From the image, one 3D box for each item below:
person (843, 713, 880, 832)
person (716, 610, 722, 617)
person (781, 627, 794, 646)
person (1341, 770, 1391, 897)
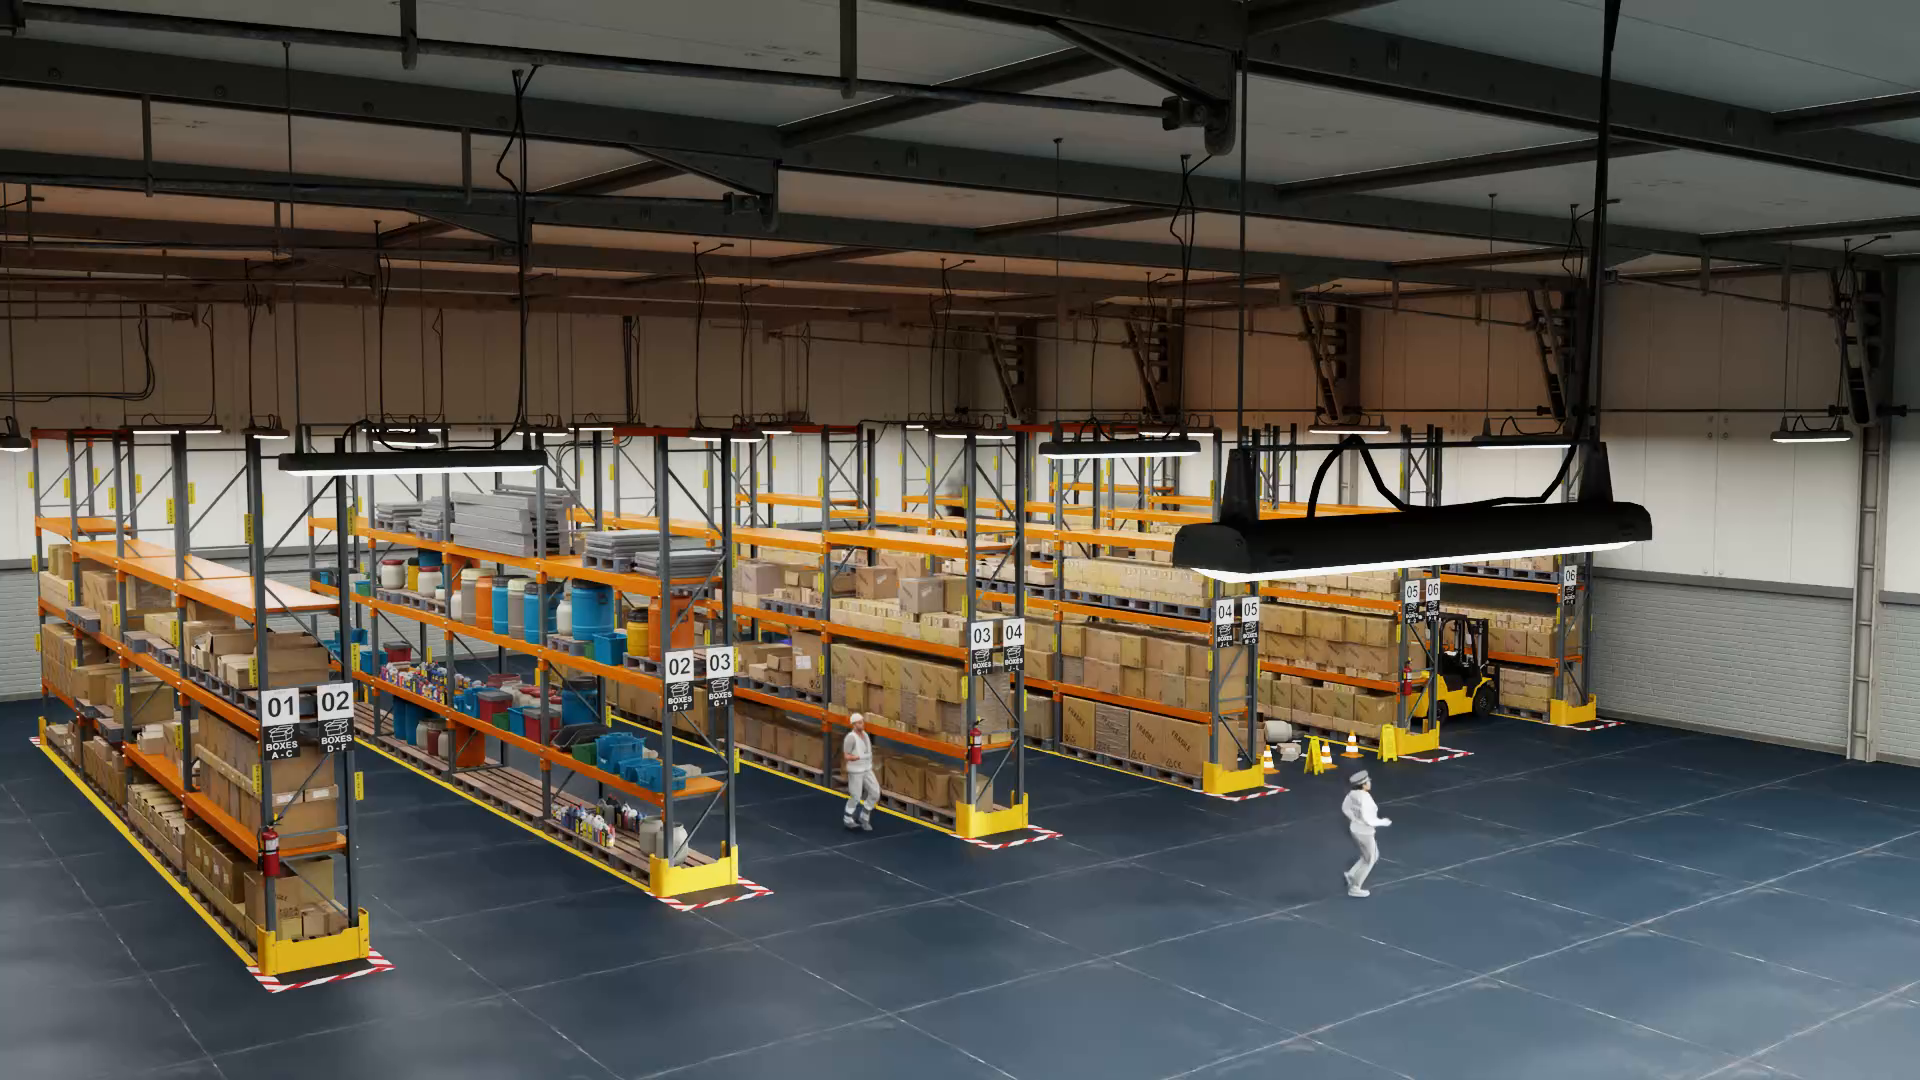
[{"bbox_3d":[-1.469,3.490,24.878,0.681,1.809,0.635,4,6,41],"label":"person"},{"bbox_3d":[-5.640,2.428,38.516,0.669,1.792,0.828,-2,5,-28],"label":"person"},{"bbox_3d":[-3.635,2.708,35.785,0.578,1.685,0.776,-2,5,-29],"label":"person"},{"bbox_3d":[5.291,3.799,21.598,0.542,1.654,0.603,0,5,-6],"label":"person"}]
